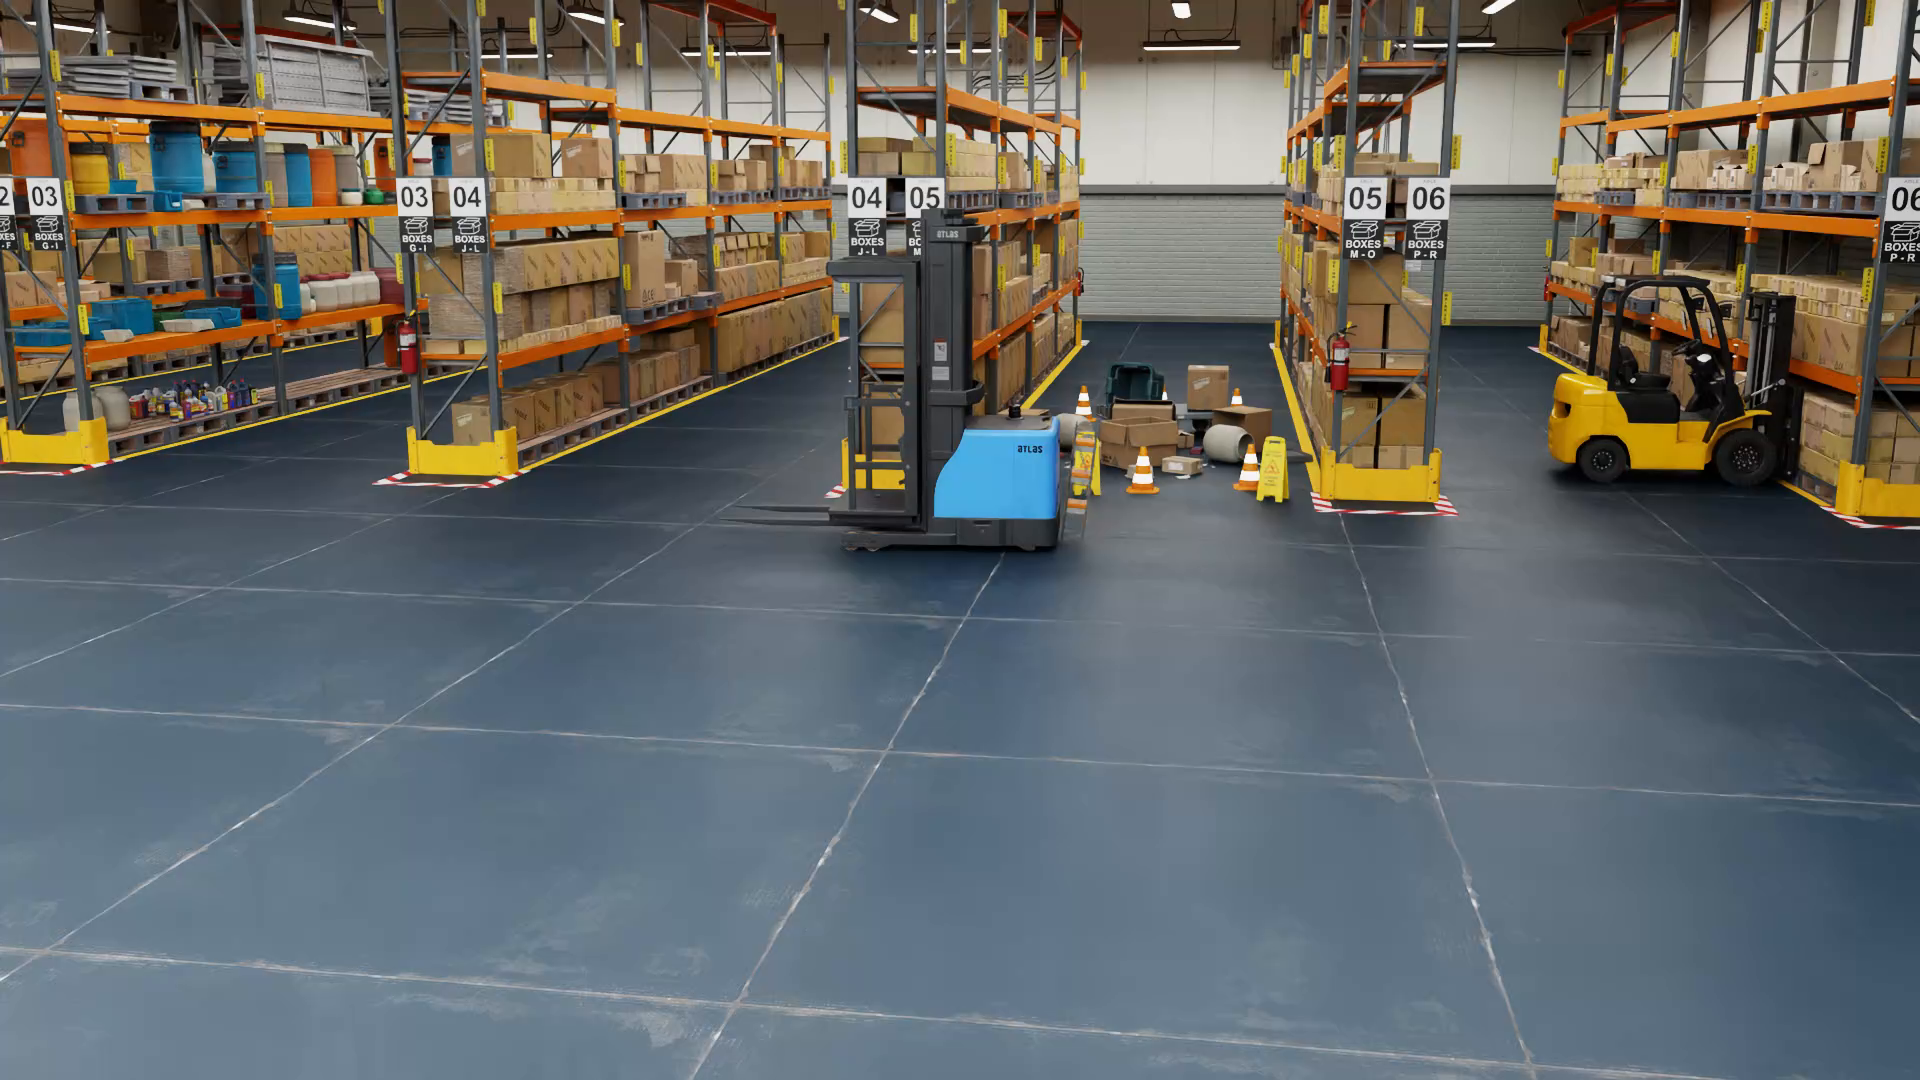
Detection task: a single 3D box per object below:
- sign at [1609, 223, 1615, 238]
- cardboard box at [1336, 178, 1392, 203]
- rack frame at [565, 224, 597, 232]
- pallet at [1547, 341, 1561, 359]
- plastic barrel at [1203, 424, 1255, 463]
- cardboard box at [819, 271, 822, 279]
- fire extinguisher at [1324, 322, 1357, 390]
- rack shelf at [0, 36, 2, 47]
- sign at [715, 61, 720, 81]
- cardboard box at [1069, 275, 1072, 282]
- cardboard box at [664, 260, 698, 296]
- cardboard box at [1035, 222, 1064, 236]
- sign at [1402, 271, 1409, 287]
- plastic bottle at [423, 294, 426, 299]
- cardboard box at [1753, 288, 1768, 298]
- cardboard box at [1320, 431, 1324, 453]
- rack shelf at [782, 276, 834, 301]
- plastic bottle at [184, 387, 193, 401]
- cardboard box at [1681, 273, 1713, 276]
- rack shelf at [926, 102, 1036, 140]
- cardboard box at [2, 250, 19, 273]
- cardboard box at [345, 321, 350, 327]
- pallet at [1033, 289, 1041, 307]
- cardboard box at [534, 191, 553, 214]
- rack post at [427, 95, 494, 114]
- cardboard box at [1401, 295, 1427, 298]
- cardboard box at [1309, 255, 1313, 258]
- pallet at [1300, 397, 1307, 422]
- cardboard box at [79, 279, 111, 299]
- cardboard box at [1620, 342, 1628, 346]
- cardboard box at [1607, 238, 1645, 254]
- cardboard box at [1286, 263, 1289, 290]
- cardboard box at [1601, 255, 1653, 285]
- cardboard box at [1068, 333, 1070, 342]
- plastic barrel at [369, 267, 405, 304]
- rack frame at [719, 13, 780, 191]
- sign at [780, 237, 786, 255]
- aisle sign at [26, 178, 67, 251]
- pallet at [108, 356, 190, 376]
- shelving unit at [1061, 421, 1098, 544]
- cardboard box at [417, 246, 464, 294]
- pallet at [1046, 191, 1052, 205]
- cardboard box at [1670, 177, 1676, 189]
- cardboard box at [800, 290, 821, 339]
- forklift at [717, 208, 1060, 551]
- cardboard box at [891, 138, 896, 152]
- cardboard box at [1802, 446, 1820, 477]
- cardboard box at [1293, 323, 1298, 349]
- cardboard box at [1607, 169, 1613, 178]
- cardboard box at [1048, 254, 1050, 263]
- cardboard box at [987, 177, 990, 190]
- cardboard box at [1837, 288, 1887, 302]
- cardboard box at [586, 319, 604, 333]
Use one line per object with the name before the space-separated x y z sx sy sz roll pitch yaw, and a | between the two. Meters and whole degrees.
sign | 12.178 -5.753 31.069 0.100 0.325 0.005 2 12 9
cardboard box | 4.079 -3.538 16.818 0.500 0.250 0.500 2 12 8
rack frame | -7.959 -5.696 34.304 1.000 3.000 0.127 2 12 9
pallet | 11.499 -3.509 30.777 1.003 0.211 1.213 2 12 9
plastic barrel | 3.089 -1.103 19.109 0.421 0.421 0.512 -10 16 -40
cardboard box | -2.911 -5.169 32.457 0.380 0.149 0.250 2 12 10
fire extinguisher | 3.794 -1.837 16.582 0.296 0.674 0.183 2 12 9
rack shelf | -18.670 -8.974 29.092 1.077 0.370 4.000 2 12 9
sign | -4.224 -8.193 29.056 0.100 0.325 0.005 2 12 9
cardboard box | 1.935 -4.997 31.656 0.380 0.149 0.250 2 12 10
cardboard box | -4.325 -3.891 24.695 0.700 0.500 0.500 4 13 17
cardboard box | 1.581 -5.399 29.607 0.500 0.500 0.500 2 12 7
sign | 5.419 -3.124 20.313 0.100 0.325 0.005 2 12 9
plastic bottle | -8.758 -4.071 27.068 0.097 0.271 0.097 0 12 0
cardboard box | 9.478 -2.865 19.389 0.380 0.149 0.250 2 12 8
cardboard box | 4.213 -1.030 18.181 0.500 0.250 0.500 2 12 9
rack shelf | -3.372 -4.768 31.703 1.077 0.370 4.000 2 12 9
plastic bottle | -10.241 -1.891 22.079 0.097 0.271 0.097 0 12 0
cardboard box | 9.981 -3.534 22.493 0.380 0.149 0.250 2 12 9
rack shelf | 0.283 -5.658 22.543 1.077 0.370 4.000 2 12 9
cardboard box | -18.185 -5.284 31.402 0.500 0.500 0.500 2 12 8
cardboard box | -12.844 -4.485 34.365 0.380 0.166 0.250 2 12 9
pallet | 0.595 -3.747 25.713 1.213 0.211 1.003 2 12 9
cardboard box | -5.042 -3.900 19.208 0.500 0.250 0.500 2 12 8
rack post | -8.734 -7.585 29.007 0.937 0.300 0.954 2 12 8
cardboard box | 4.767 -2.382 17.982 0.500 0.500 0.500 2 12 8
cardboard box | 5.051 -3.643 22.838 0.500 0.500 0.500 2 12 10
pallet | 5.186 -1.770 22.706 1.003 0.211 1.213 2 12 9
cardboard box | -14.182 -4.074 26.990 0.500 0.311 0.500 3 12 12
cardboard box | 10.482 -2.789 25.752 0.500 0.500 0.500 1 12 7
cardboard box | 11.510 -4.962 28.767 0.500 0.500 0.500 2 12 7
cardboard box | 6.005 -4.643 29.180 0.500 0.500 0.500 2 12 7
cardboard box | 10.643 -4.275 26.475 0.700 0.500 0.500 2 12 9
cardboard box | 1.878 -3.833 31.430 0.380 0.149 0.250 1 12 6
plastic barrel | -8.961 -3.991 26.069 0.600 0.536 0.708 2 12 9
rack frame | -3.680 -7.636 29.064 1.000 3.000 0.127 2 12 9
sign | -3.142 -5.215 29.510 0.100 0.325 0.005 2 12 9
aisle sign | -10.141 -3.612 18.462 0.394 0.787 0.004 2 12 9
pallet | -13.931 -2.983 28.334 1.003 0.211 1.213 2 12 9
shelving unit | 1.066 -0.514 14.837 0.215 1.050 0.252 7 13 3
cardboard box | -5.685 -3.011 18.526 0.500 0.500 0.500 2 12 9
pallet | 0.849 -5.555 26.974 1.213 0.211 1.003 2 12 9
cardboard box | 10.049 -4.933 22.962 0.380 0.166 0.250 2 12 9
cardboard box | -3.224 -4.377 32.230 0.875 0.875 0.875 2 12 9
forklift | -0.628 -1.445 14.743 3.031 2.935 1.130 1 12 5
cardboard box | -0.884 -4.144 17.450 0.380 0.149 0.250 2 12 9
cardboard box | 9.018 -0.796 17.098 0.500 0.250 0.500 2 12 9
cardboard box | 6.452 -3.648 29.887 0.875 0.438 0.875 2 12 7
cardboard box | 10.487 -5.808 26.358 0.380 0.149 0.250 2 12 8
cardboard box | 1.337 -4.805 28.355 0.380 0.149 0.250 2 12 11
cardboard box | 0.158 -4.261 19.887 0.380 0.149 0.250 2 12 10
cardboard box | 9.151 -2.474 16.869 0.380 0.149 0.250 2 12 9
cardboard box | -4.727 -2.703 21.012 0.380 0.149 0.250 2 12 9
